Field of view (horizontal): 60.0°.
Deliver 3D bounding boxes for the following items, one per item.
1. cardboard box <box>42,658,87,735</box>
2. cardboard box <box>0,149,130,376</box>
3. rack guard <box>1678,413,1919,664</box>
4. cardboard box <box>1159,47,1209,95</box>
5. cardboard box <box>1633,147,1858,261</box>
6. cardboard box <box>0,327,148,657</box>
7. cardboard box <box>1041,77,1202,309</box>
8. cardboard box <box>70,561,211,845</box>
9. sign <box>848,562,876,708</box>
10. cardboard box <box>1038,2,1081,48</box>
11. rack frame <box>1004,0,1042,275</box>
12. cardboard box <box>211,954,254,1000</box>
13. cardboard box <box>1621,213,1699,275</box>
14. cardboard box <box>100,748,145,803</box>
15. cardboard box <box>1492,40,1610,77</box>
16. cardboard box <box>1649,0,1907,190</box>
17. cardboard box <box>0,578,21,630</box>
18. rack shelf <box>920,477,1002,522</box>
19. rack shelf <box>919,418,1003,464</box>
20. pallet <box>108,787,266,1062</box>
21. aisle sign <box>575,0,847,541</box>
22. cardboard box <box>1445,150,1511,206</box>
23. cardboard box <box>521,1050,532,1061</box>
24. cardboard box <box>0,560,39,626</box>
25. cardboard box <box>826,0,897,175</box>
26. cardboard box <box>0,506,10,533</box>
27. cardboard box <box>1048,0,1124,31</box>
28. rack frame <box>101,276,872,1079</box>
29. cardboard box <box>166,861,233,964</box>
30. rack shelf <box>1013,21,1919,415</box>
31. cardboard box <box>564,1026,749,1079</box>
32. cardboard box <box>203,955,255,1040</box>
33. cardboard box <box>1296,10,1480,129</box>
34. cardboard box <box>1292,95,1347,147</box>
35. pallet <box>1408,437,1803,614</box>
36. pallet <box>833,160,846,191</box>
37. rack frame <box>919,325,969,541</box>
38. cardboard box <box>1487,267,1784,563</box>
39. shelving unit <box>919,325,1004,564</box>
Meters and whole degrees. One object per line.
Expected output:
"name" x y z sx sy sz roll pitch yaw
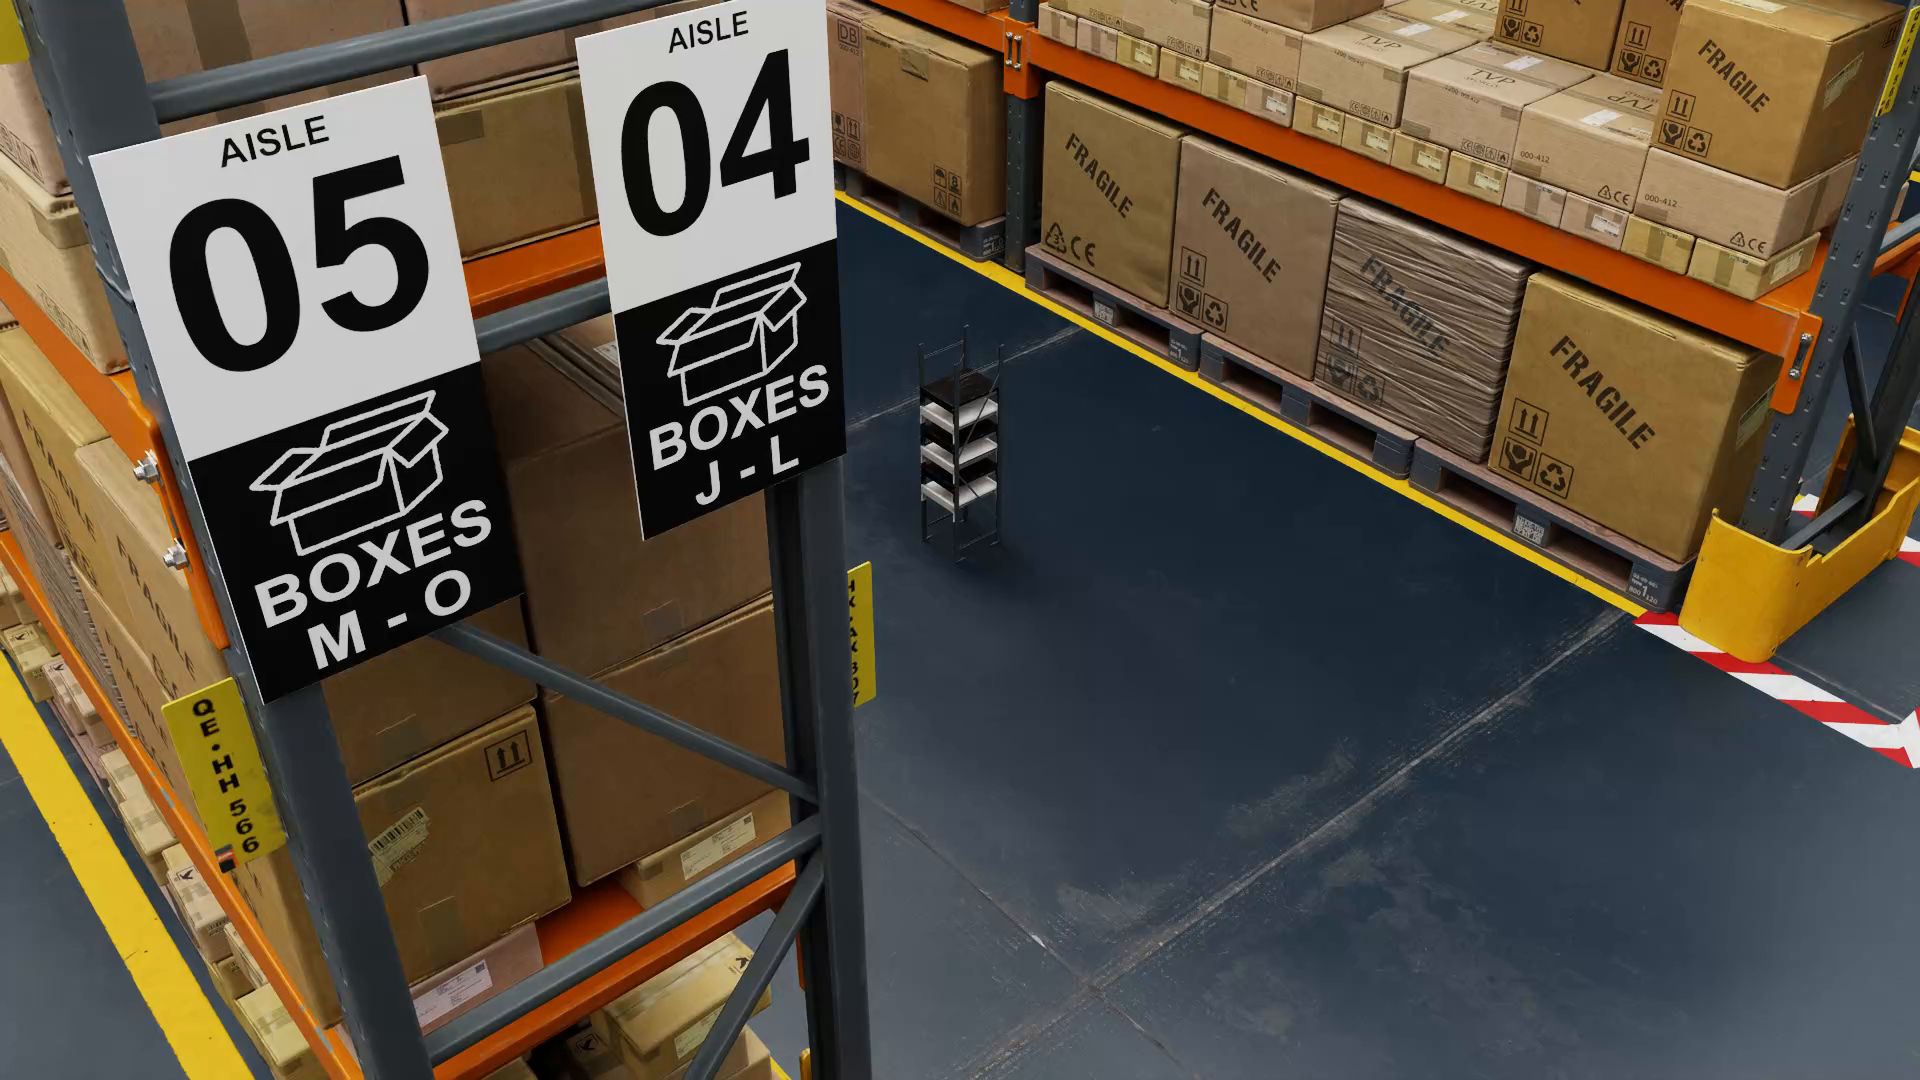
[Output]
"cardboard box" -2.838 0.461 5.607 0.380 0.149 0.250 -26 43 -32
"cardboard box" -1.114 -0.518 2.421 0.500 0.250 0.500 -27 43 -33
"rack guard" 3.252 -0.028 6.357 1.175 0.500 0.348 -26 43 -32
"cardboard box" 1.103 -2.120 7.365 0.380 0.149 0.250 -27 44 -33
"cardboard box" 2.721 -1.234 5.769 0.500 0.250 0.500 -27 43 -32
"cardboard box" -1.430 -0.157 3.167 0.500 0.500 0.500 -28 44 -33
"cardboard box" 1.020 -1.808 8.182 0.875 0.875 0.875 -26 43 -32
"cardboard box" -1.433 0.253 3.454 0.500 0.500 0.500 -27 43 -32
"sign" -0.204 0.191 3.136 0.100 0.325 0.005 -26 43 -32
"cardboard box" 0.592 -2.468 7.856 0.380 0.149 0.250 -26 43 -32
"rack frame" 0.655 -2.825 8.143 1.000 3.000 0.127 -26 43 -32
"cardboard box" -1.857 1.038 4.535 0.380 0.149 0.250 -25 42 -31
"cardboard box" 2.586 -1.105 5.932 0.380 0.149 0.250 -26 43 -31
"cardboard box" -2.347 0.689 5.028 0.380 0.149 0.250 -26 43 -32
"cardboard box" 2.471 -1.882 6.684 0.500 0.250 0.500 -28 44 -33
"cardboard box" 2.721 -1.542 5.555 0.500 0.500 0.500 -25 43 -31
"cardboard box" -3.210 0.131 5.816 0.380 0.149 0.250 -24 42 -30
"rack shelf" 0.005 -0.190 6.608 0.258 0.077 0.200 -26 43 -32
"rack shelf" 0.005 -0.410 6.452 0.258 0.077 0.200 -26 43 -32
"pallet" -1.947 0.941 5.239 1.003 0.211 1.213 -26 43 -32
"aisle sign" -0.342 -0.394 2.462 0.394 0.787 0.004 -26 43 -32
"cardboard box" 2.095 -1.441 6.407 0.380 0.149 0.250 -27 43 -33
"cardboard box" -1.272 1.224 4.015 0.380 0.149 0.250 -25 42 -31
"cardboard box" -3.003 0.103 5.598 0.380 0.149 0.250 -24 42 -30
"cardboard box" -0.351 -2.798 9.581 1.225 0.875 0.875 -28 44 -33
"cardboard box" -2.450 -0.417 4.400 0.500 0.500 0.500 -27 43 -33
"cardboard box" 0.758 -2.580 7.670 0.500 0.250 0.500 -27 43 -33
"rack frame" -0.618 0.747 3.100 1.000 3.000 0.127 -26 43 -32
"cardboard box" -1.870 0.922 4.442 0.380 0.149 0.250 -24 42 -30
"rack shelf" 1.945 -1.648 7.104 1.077 0.370 4.000 -26 43 -32
"cardboard box" -0.760 1.290 4.179 0.380 0.149 0.250 -24 42 -30
"cardboard box" -1.847 1.166 4.611 0.380 0.149 0.250 -28 44 -34
"cardboard box" 1.726 -1.911 6.725 0.500 0.250 0.500 -26 43 -32
"cardboard box" 1.599 -1.780 6.885 0.380 0.149 0.250 -27 44 -33
"pallet" 2.660 -0.245 6.913 1.003 0.211 1.213 -26 43 -32
"pallet" -0.692 -2.538 10.151 1.003 0.211 1.213 -26 43 -32
"rack frame" -0.060 -0.409 6.548 0.240 0.900 0.006 -26 43 -32
"cardboard box" 2.762 -0.616 6.499 0.875 0.875 0.875 -26 43 -32
"shelving unit" 0.005 -0.364 6.485 0.258 0.900 0.210 -26 43 -32
